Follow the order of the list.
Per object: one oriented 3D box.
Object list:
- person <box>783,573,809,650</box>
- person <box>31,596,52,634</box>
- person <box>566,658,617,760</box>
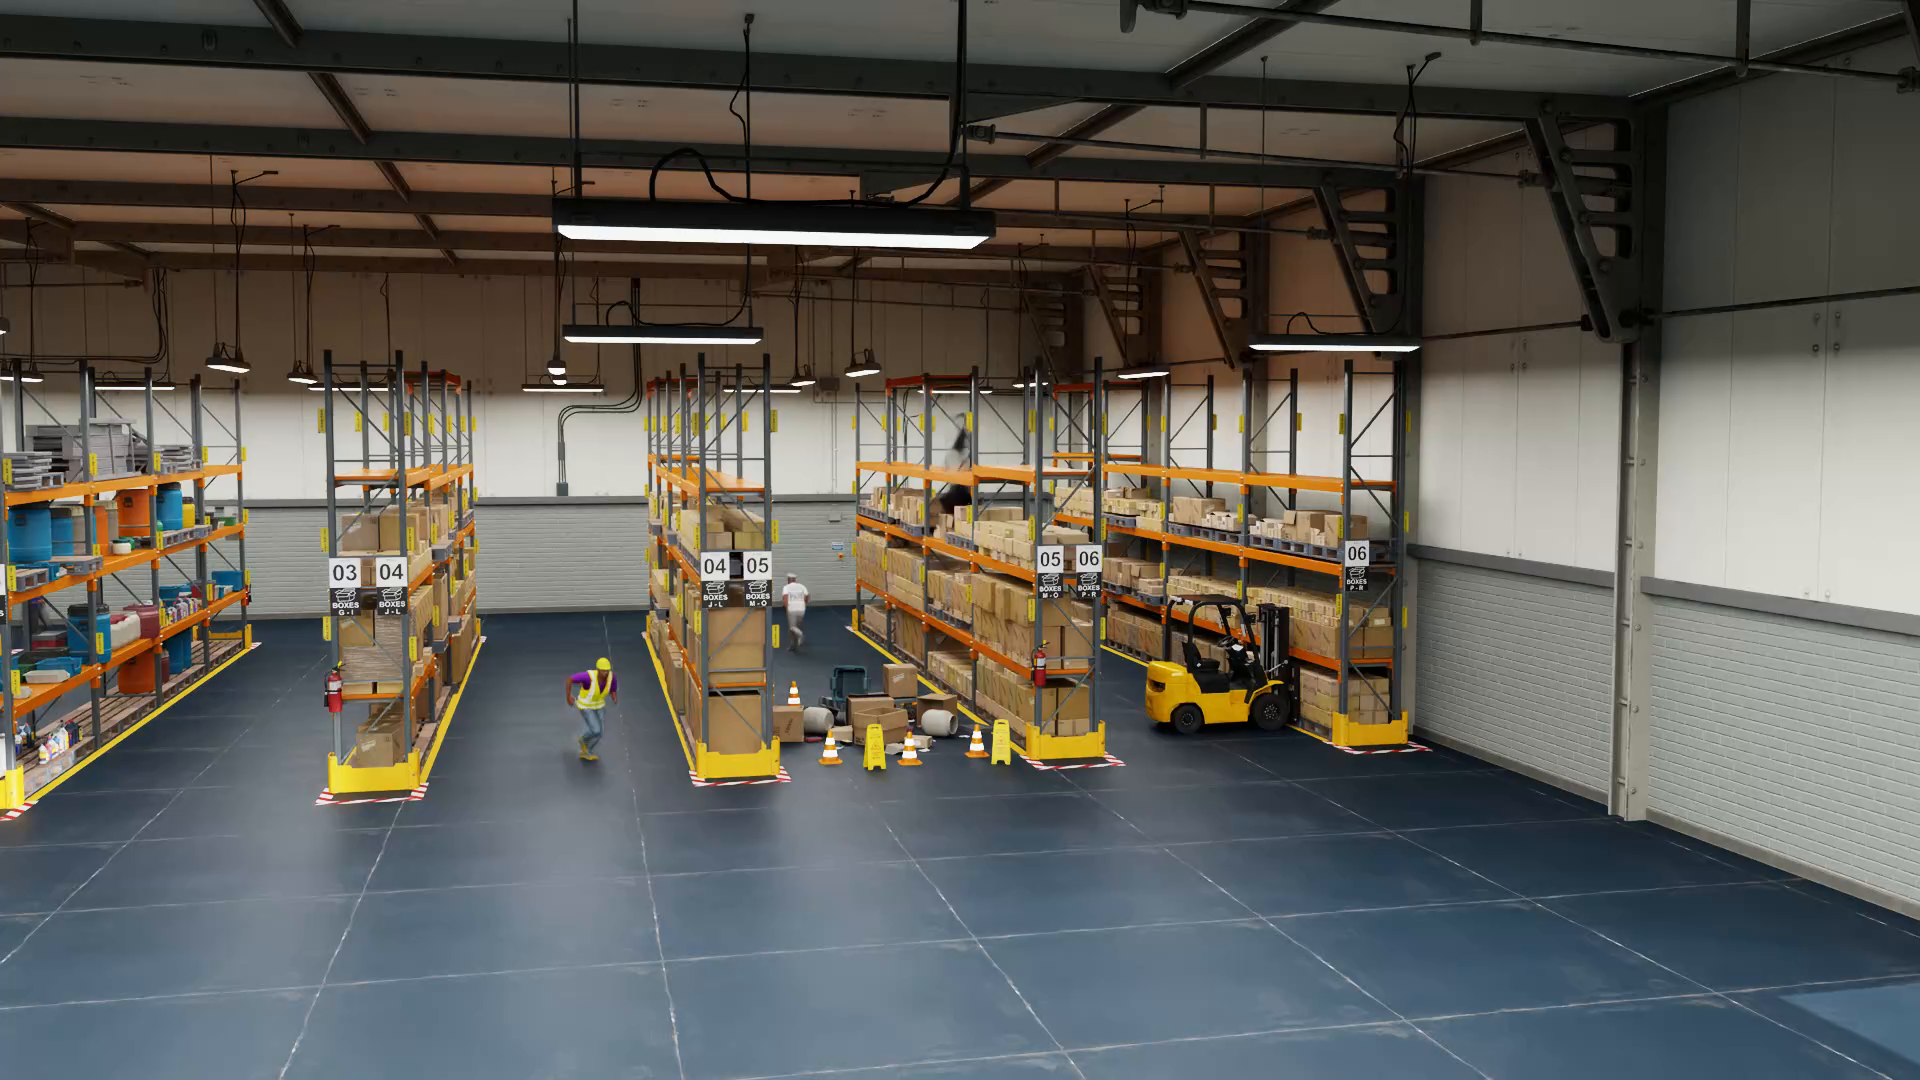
[{"bbox_3d":[-3.603,1.613,36.735,0.638,1.717,0.808,-2,4,-26],"label":"person"},{"bbox_3d":[-20.607,1.639,37.000,0.688,1.701,0.635,2,4,27],"label":"person"},{"bbox_3d":[-5.425,2.505,24.555,0.735,1.578,0.838,-4,5,-43],"label":"person"}]
